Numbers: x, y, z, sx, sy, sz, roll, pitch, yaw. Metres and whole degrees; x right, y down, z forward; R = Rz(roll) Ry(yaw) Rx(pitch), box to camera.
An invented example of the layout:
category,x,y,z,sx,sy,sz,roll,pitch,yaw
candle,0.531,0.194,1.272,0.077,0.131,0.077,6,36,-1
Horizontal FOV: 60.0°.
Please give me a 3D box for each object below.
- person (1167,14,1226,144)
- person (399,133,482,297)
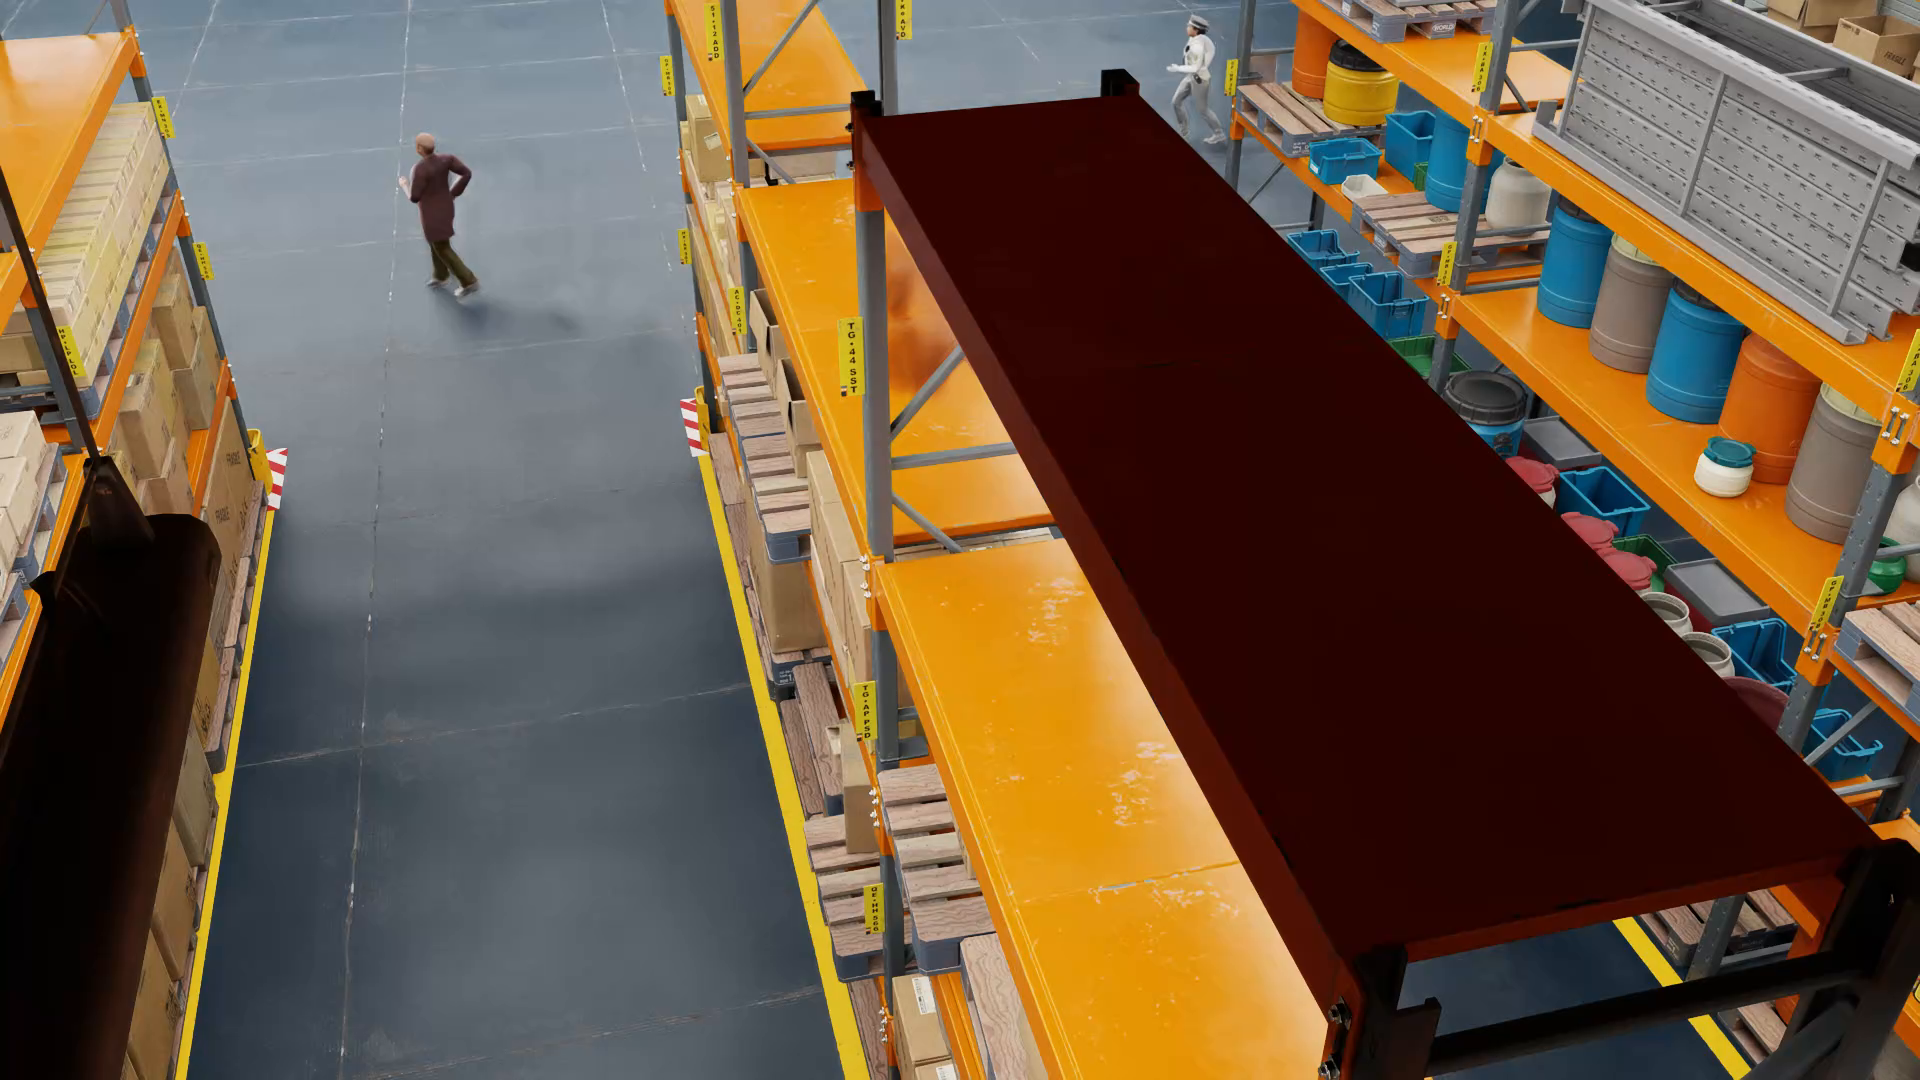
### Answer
category,x,y,z,sx,sy,sz,roll,pitch,yaw
person,3.013,-5.800,21.105,0.814,1.725,0.529,0,34,0
person,-5.460,-3.394,17.466,0.876,1.823,0.694,14,37,19
